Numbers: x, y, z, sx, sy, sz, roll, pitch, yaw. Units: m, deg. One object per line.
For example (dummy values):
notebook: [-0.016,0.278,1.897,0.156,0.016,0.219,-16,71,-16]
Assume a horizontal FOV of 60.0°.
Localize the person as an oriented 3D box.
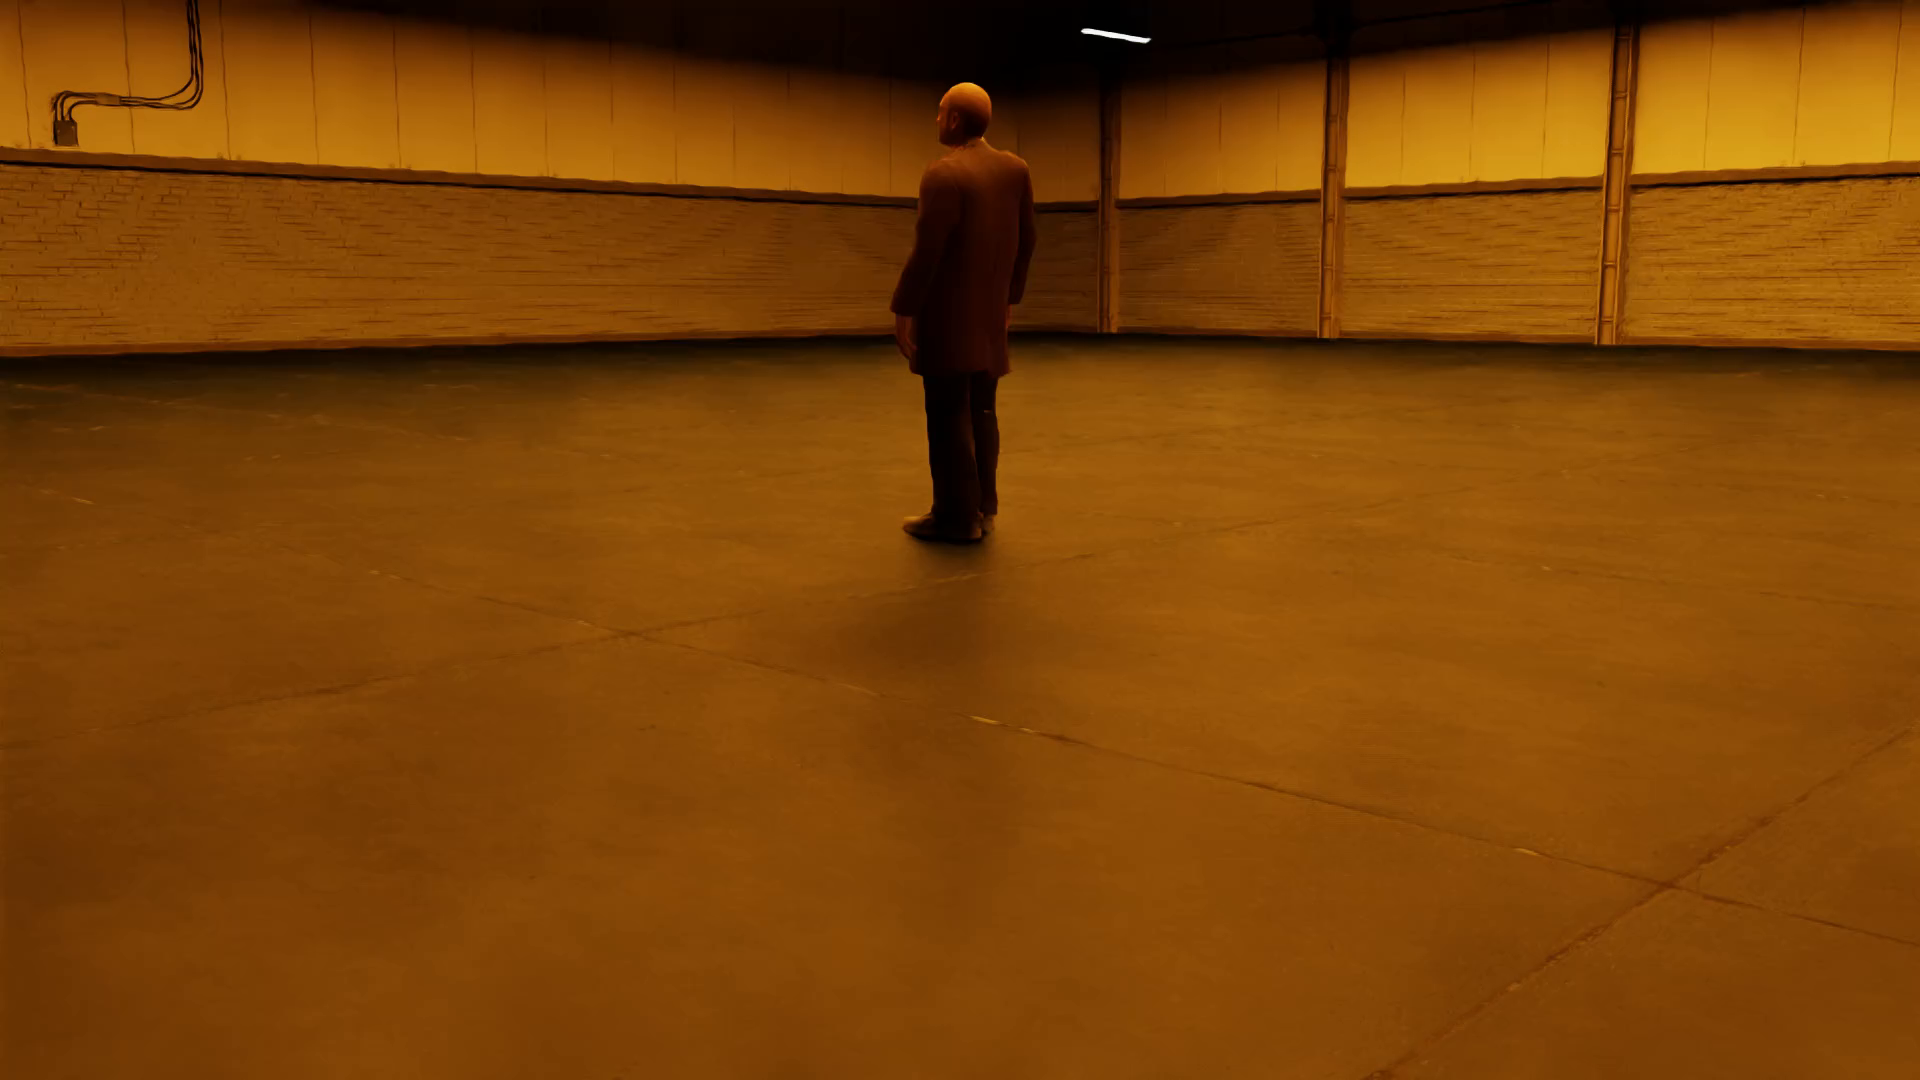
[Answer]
person: [-0.062,-0.896,6.650,0.580,1.776,0.694,8,12,43]
